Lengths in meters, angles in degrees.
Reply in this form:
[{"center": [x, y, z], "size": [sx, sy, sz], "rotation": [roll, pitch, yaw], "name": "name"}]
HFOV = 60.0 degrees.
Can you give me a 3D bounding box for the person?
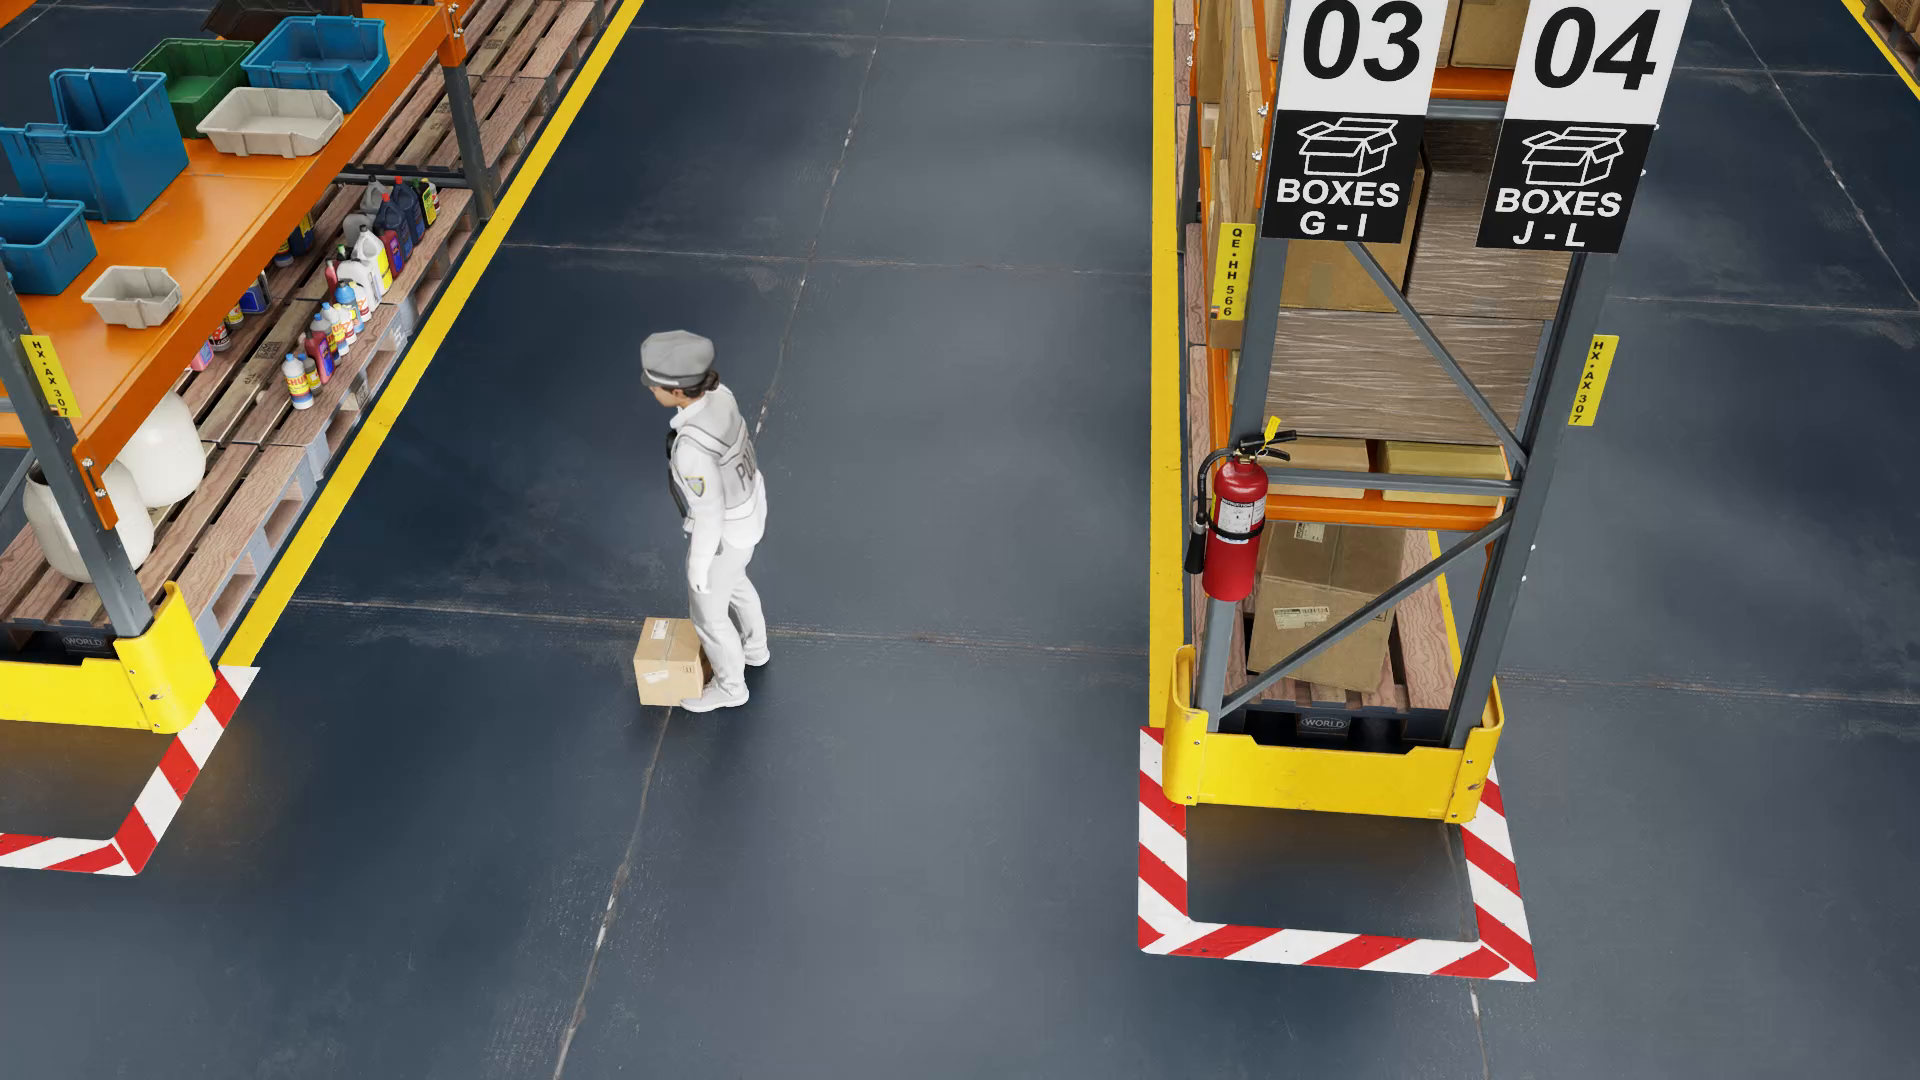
[{"center": [-0.925, -0.040, 6.201], "size": [0.405, 1.663, 0.535], "rotation": [3, 40, 3], "name": "person"}]
